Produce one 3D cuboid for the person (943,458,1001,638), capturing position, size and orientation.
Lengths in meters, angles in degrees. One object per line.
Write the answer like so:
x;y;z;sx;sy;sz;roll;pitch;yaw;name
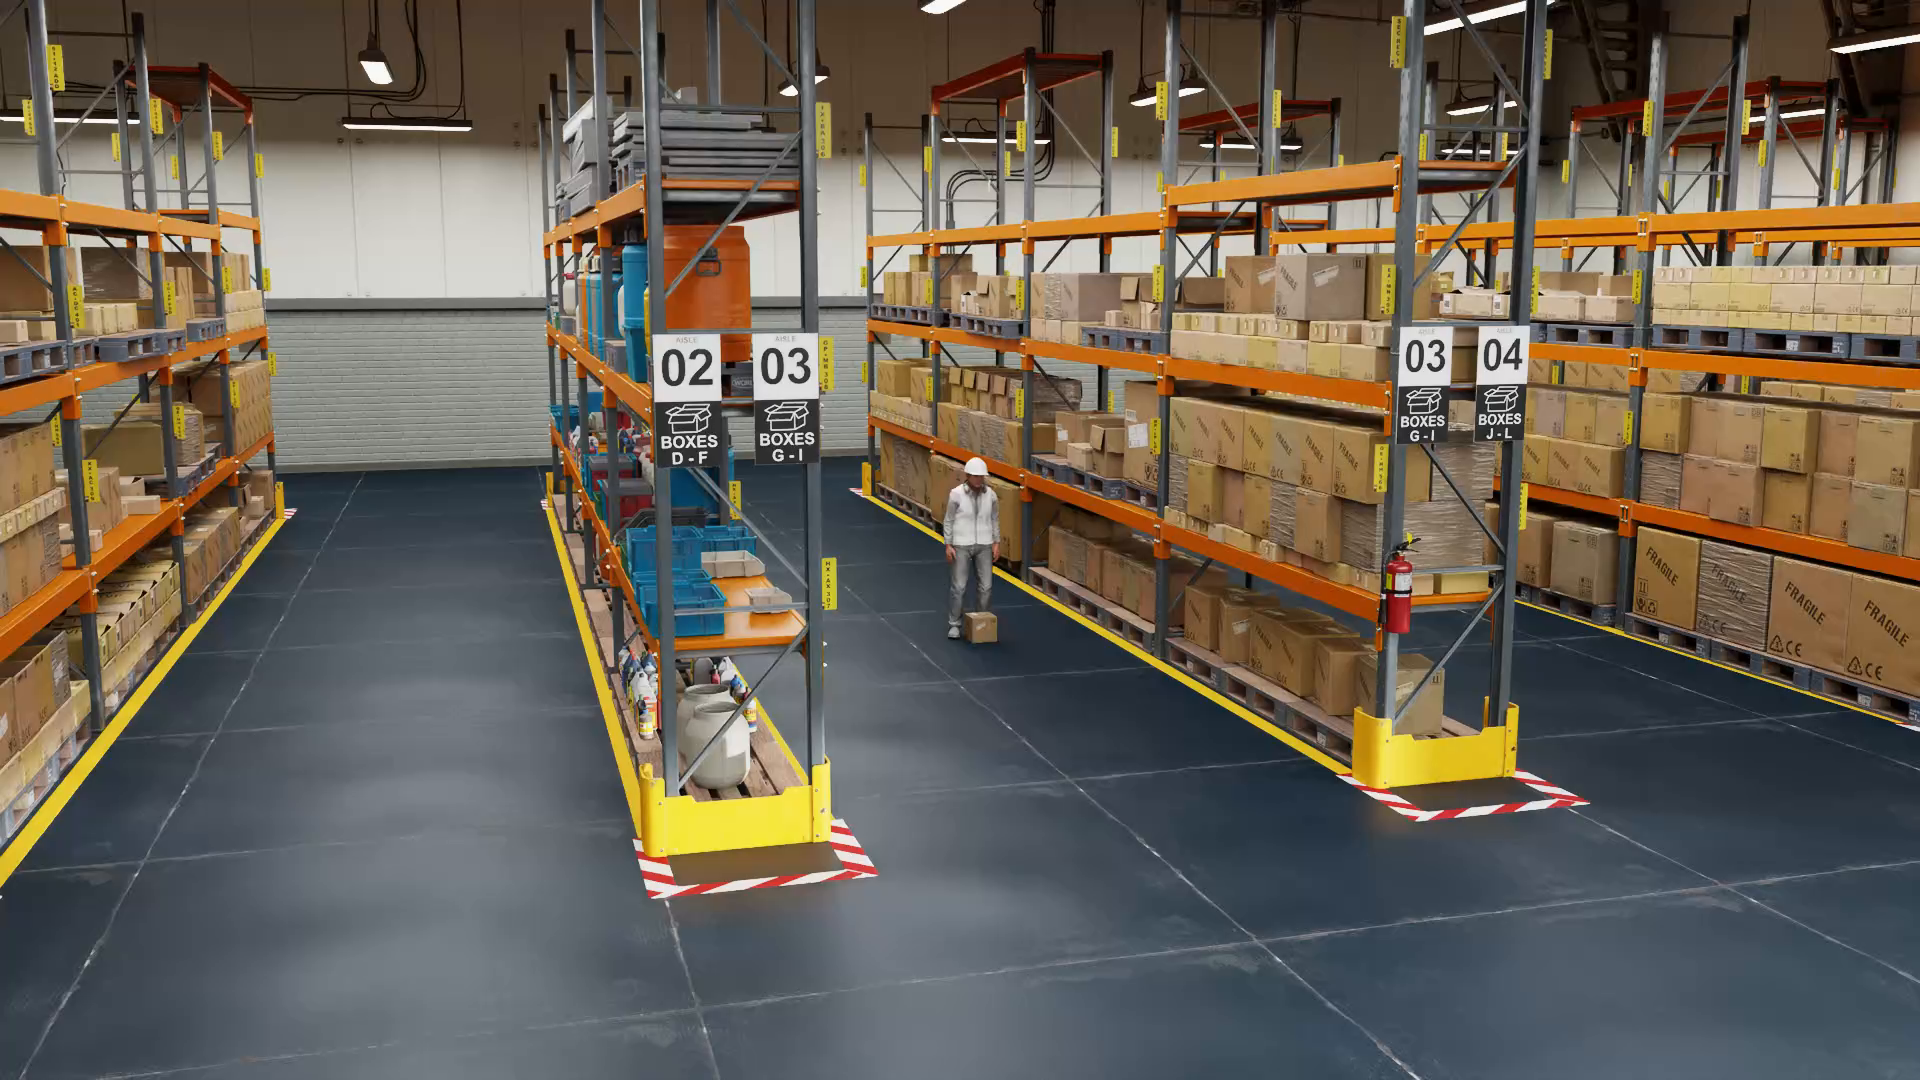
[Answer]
0.123;0.065;16.386;0.581;1.771;0.464;-3;10;-16;person
